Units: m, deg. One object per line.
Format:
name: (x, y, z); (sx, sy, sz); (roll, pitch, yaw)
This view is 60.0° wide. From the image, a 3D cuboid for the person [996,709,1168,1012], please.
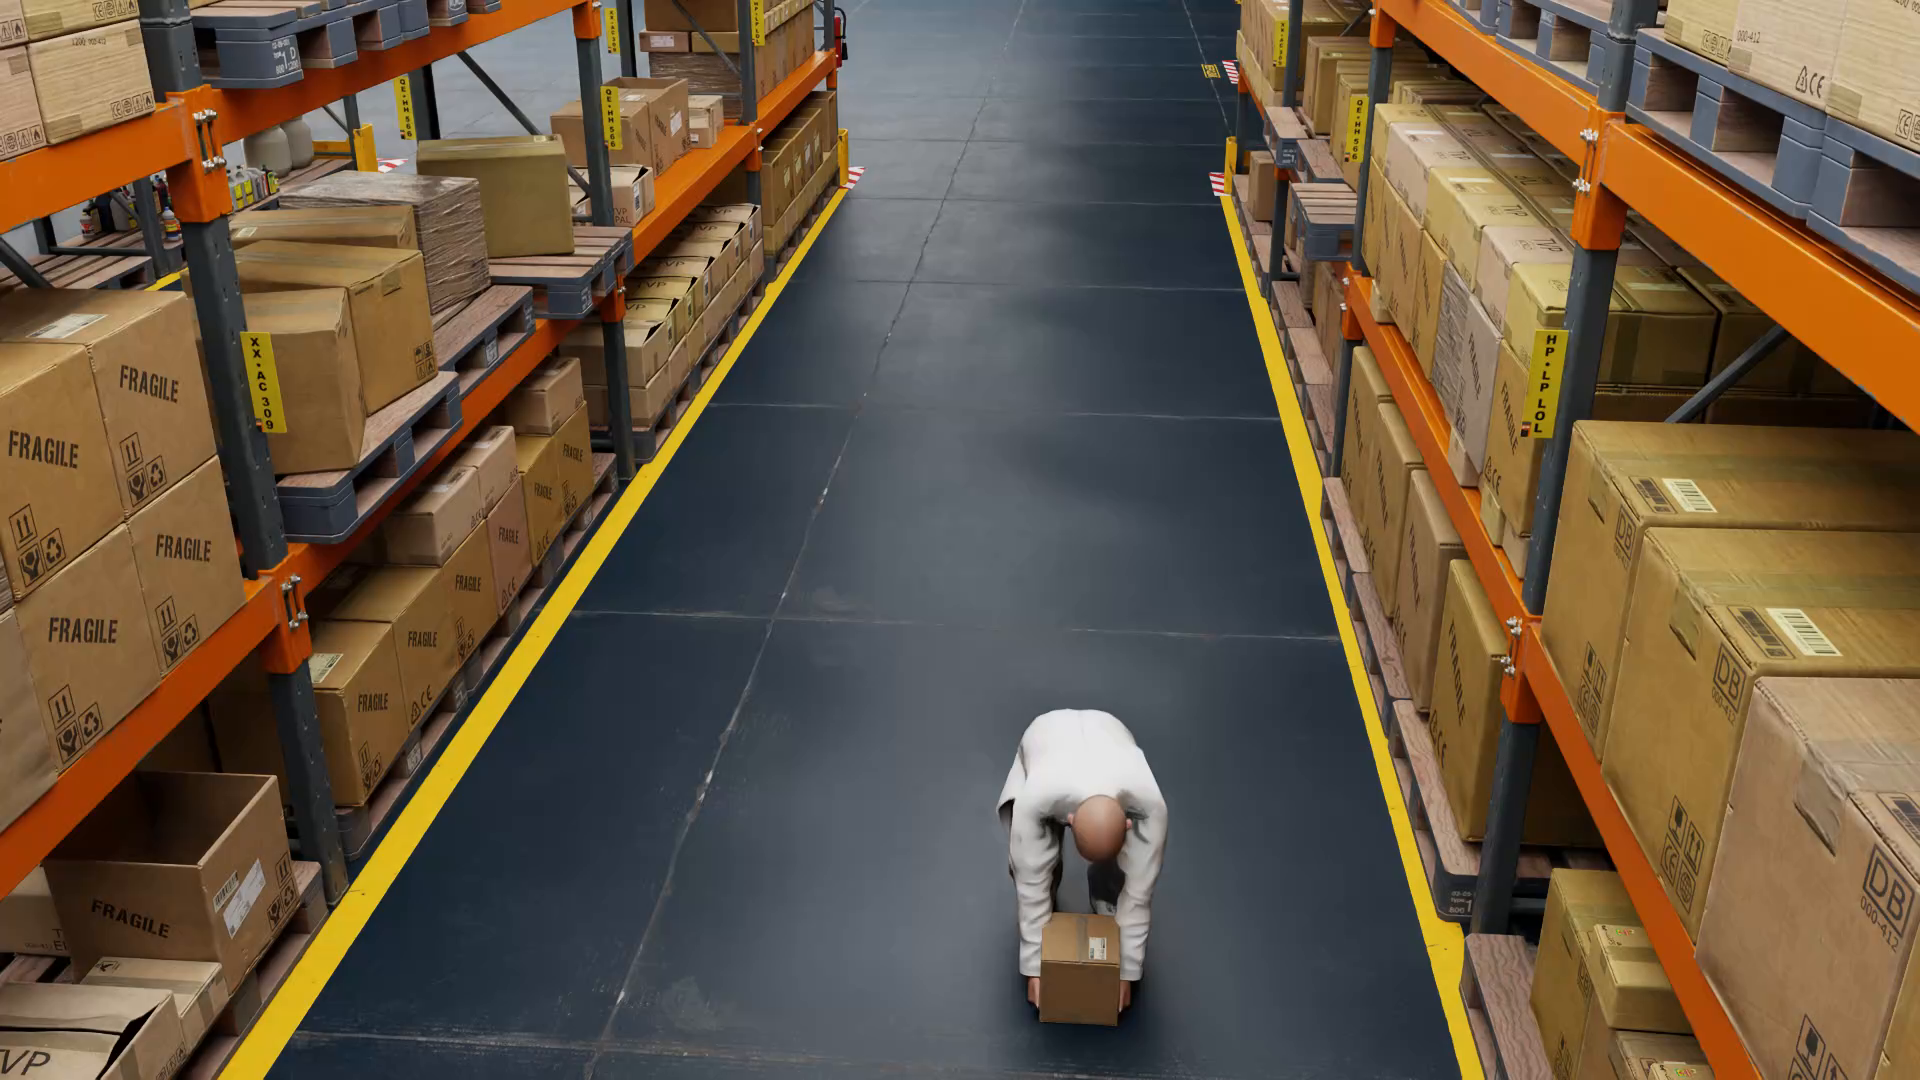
person: (0.402, 1.014, 5.594); (0.570, 0.810, 0.933); (1, 24, 3)
